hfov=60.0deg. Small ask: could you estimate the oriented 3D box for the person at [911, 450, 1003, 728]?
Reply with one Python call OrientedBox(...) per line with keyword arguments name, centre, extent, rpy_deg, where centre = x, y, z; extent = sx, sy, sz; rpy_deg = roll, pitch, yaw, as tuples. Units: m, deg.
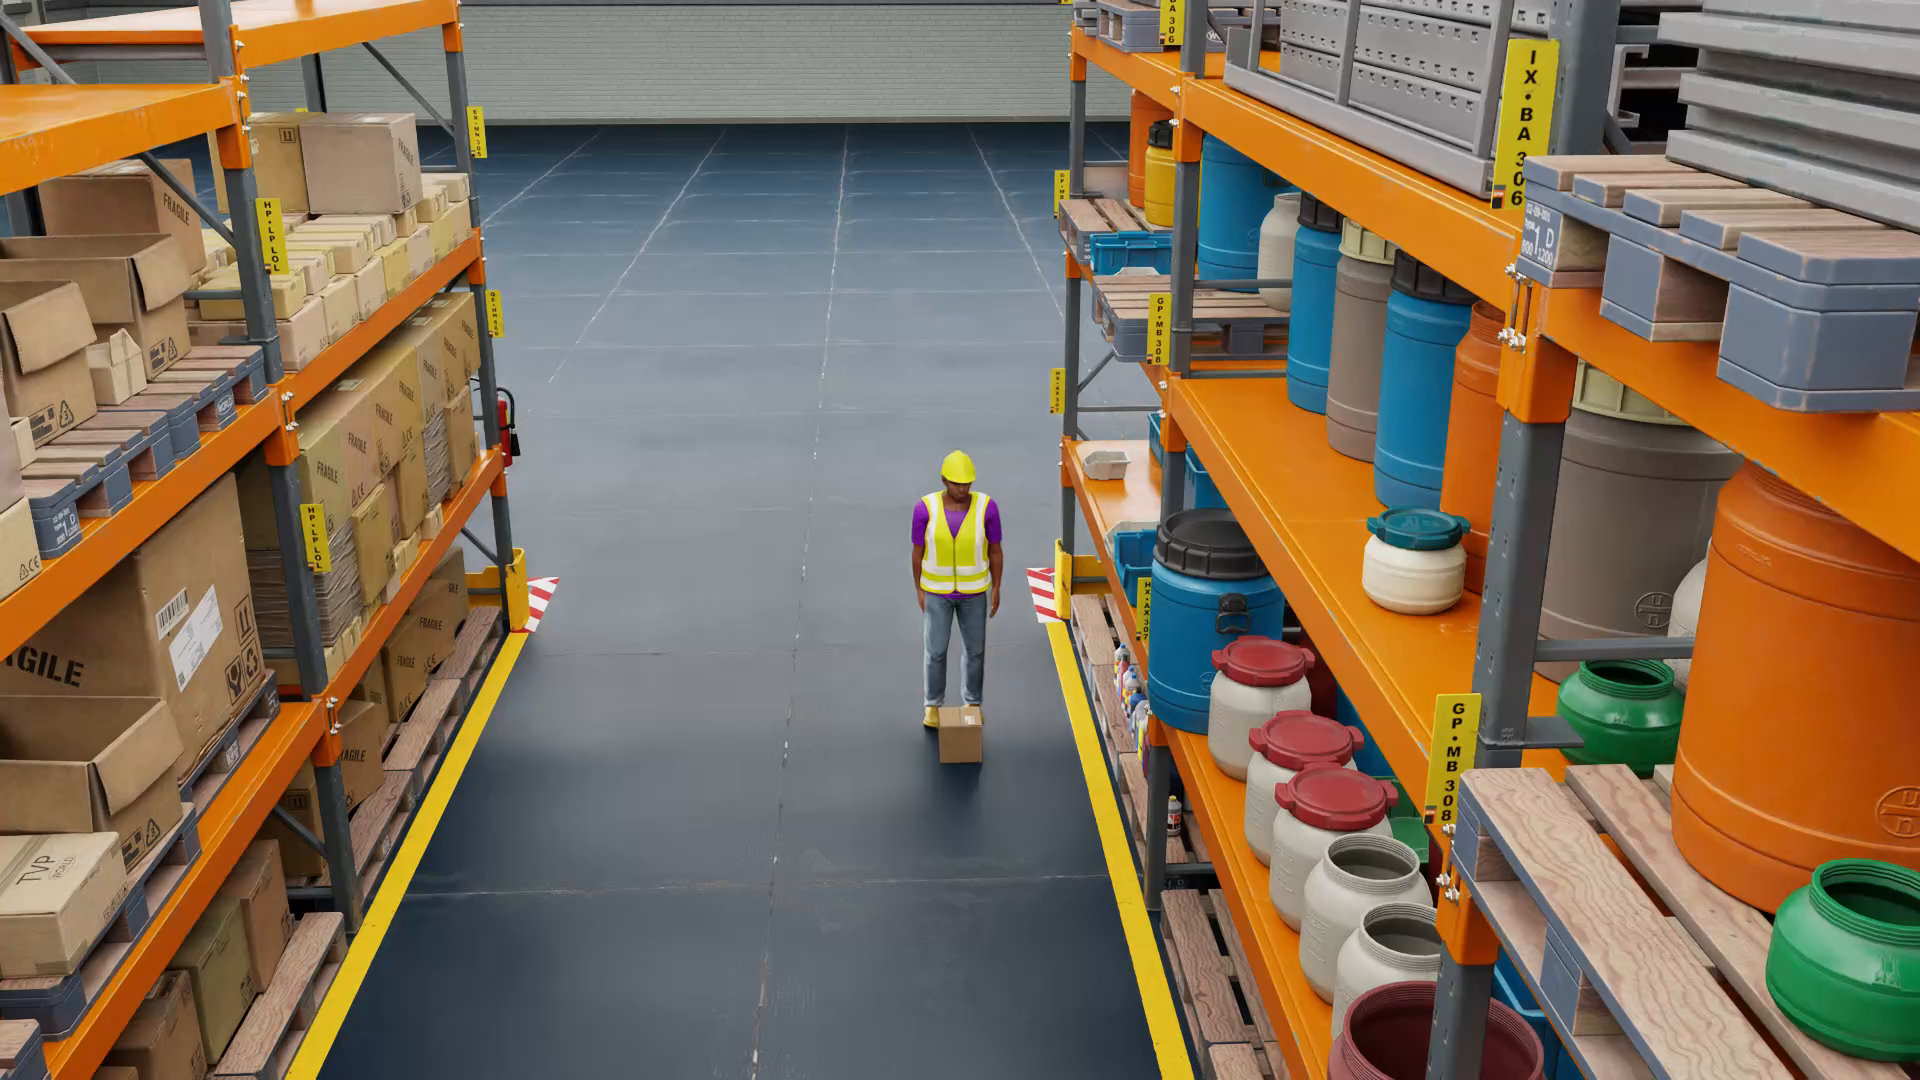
OrientedBox(name="person", centre=(-0.015, 0.301, 10.229), extent=(0.565, 1.762, 0.366), rpy_deg=(-1, 20, -2))
